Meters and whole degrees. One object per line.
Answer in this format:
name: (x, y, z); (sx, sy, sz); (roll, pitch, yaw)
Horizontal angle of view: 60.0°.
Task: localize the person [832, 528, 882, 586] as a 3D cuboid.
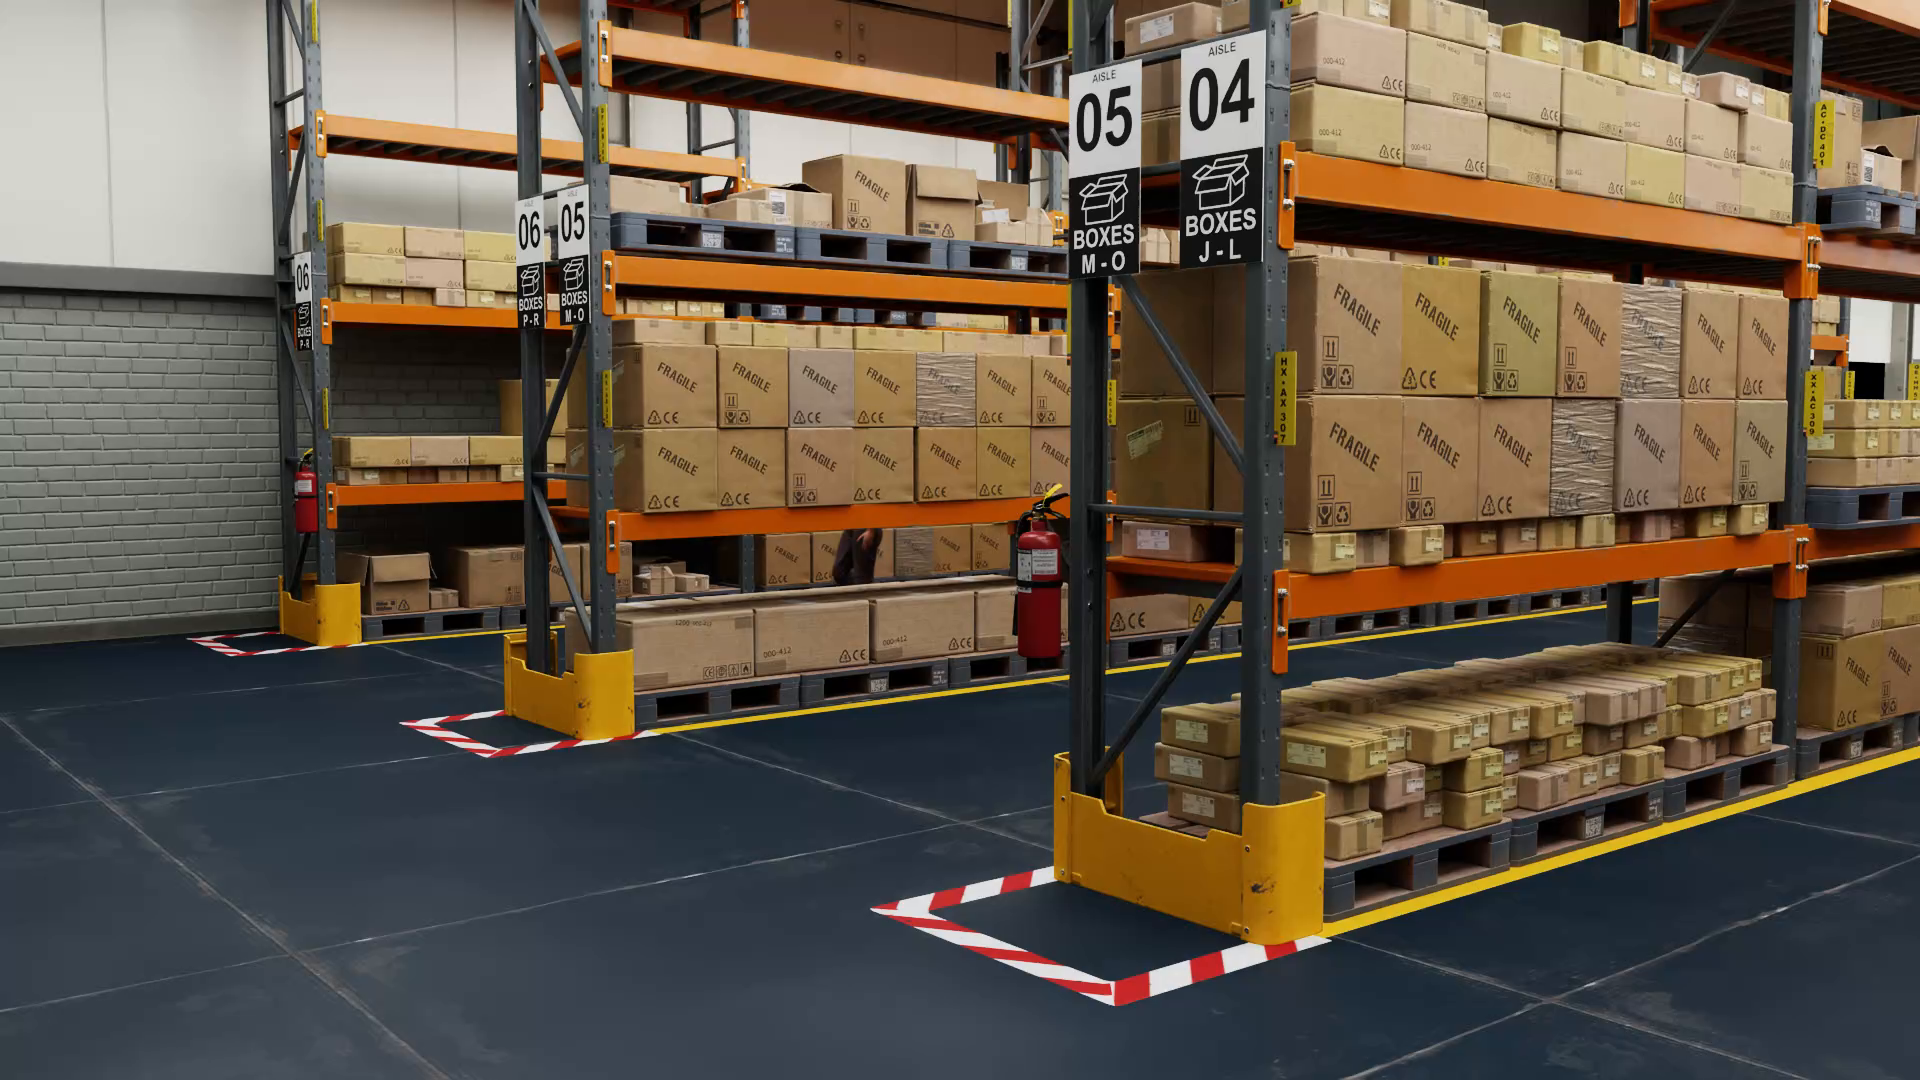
person: (-0.878, -0.053, 14.438); (0.394, 1.750, 0.545); (-2, 5, -21)
